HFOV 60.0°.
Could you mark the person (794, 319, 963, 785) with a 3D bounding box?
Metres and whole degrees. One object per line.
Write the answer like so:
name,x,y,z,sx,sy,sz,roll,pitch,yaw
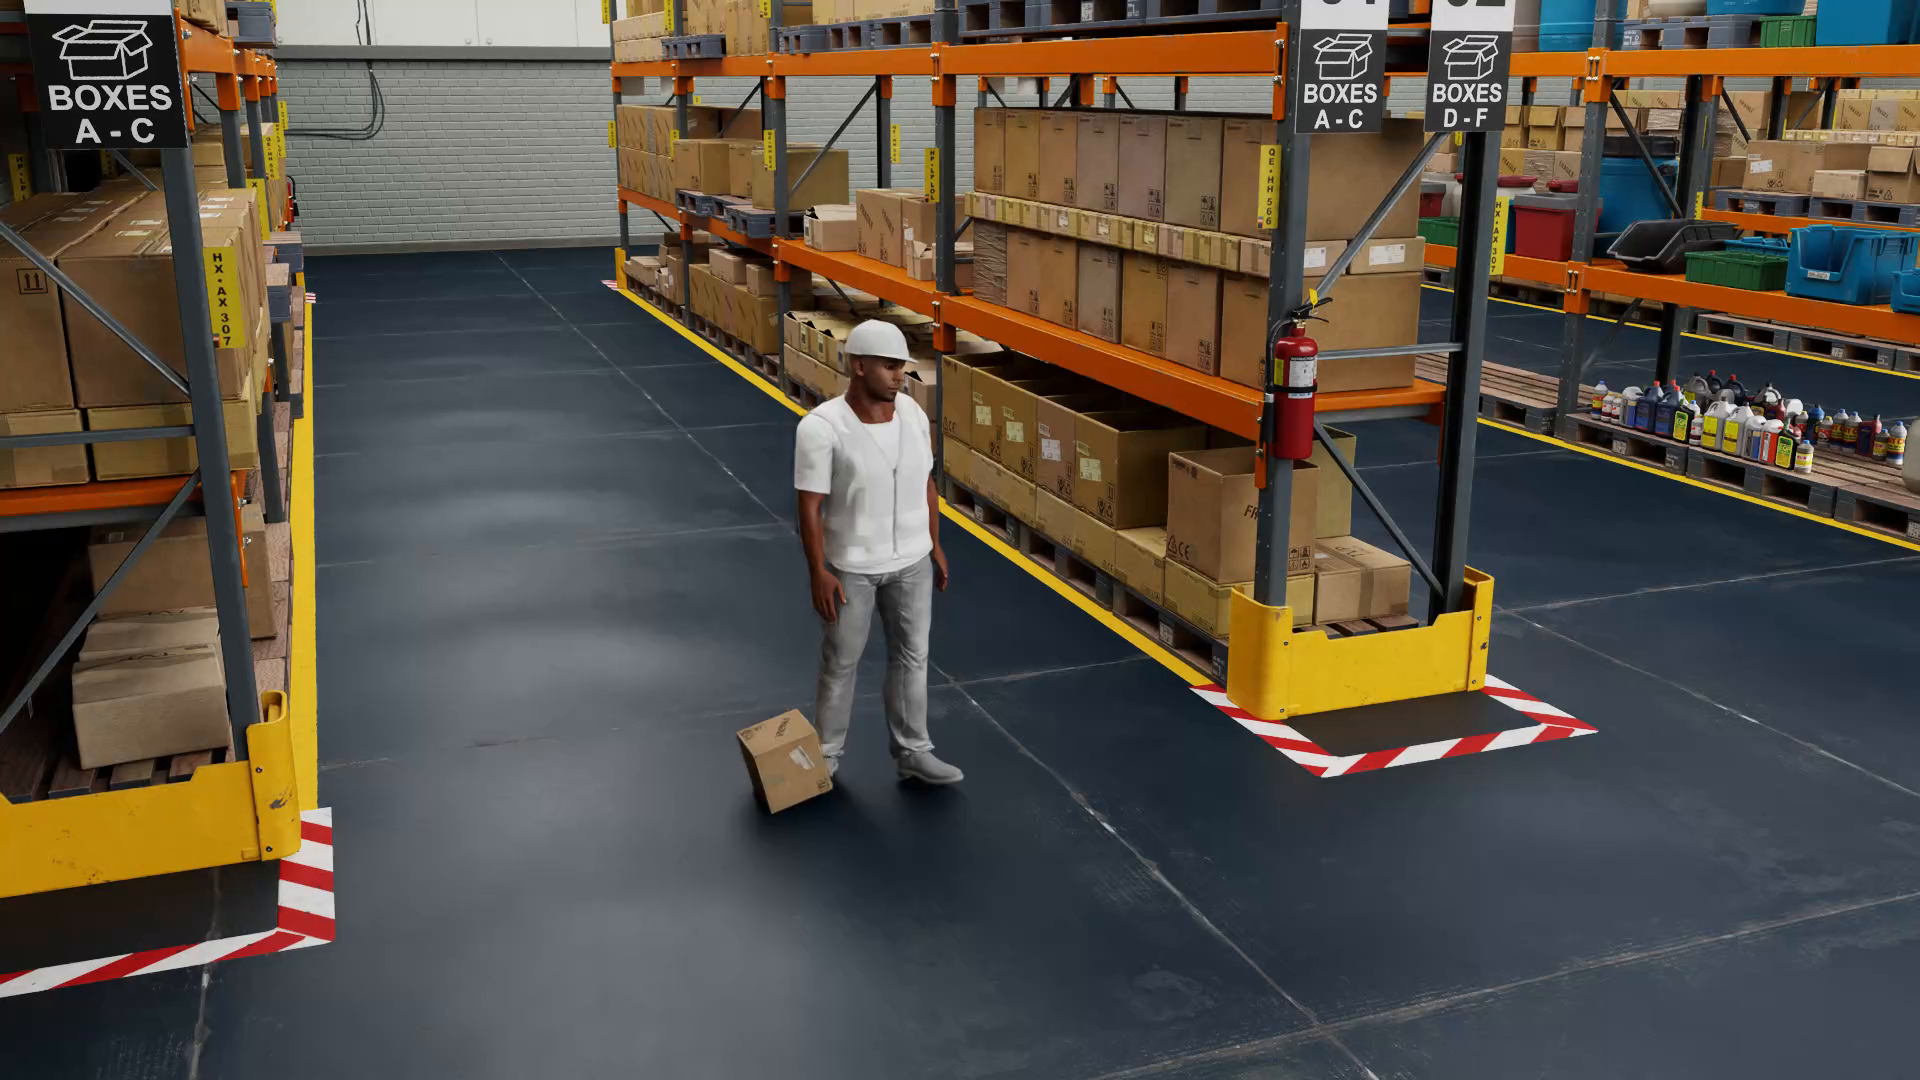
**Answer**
person,-0.313,0.076,6.126,0.652,1.767,0.463,-9,18,-29
